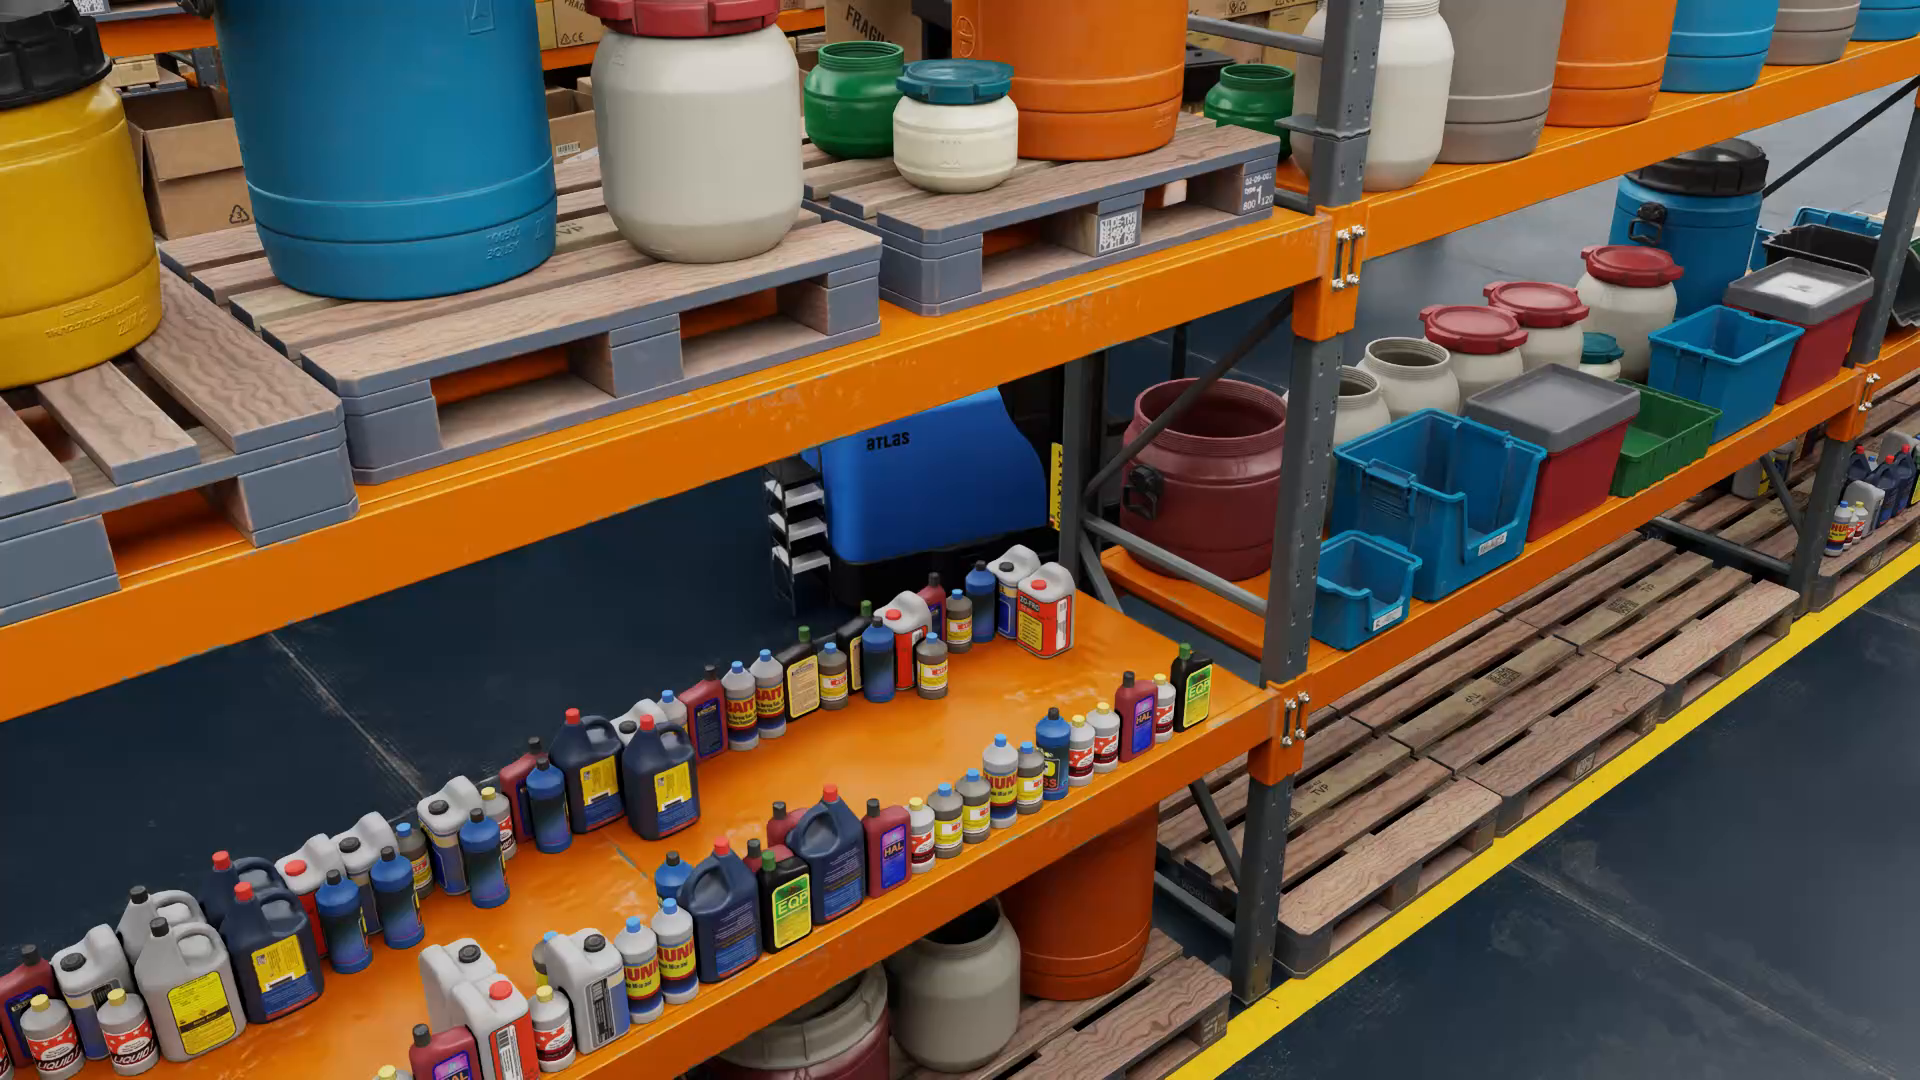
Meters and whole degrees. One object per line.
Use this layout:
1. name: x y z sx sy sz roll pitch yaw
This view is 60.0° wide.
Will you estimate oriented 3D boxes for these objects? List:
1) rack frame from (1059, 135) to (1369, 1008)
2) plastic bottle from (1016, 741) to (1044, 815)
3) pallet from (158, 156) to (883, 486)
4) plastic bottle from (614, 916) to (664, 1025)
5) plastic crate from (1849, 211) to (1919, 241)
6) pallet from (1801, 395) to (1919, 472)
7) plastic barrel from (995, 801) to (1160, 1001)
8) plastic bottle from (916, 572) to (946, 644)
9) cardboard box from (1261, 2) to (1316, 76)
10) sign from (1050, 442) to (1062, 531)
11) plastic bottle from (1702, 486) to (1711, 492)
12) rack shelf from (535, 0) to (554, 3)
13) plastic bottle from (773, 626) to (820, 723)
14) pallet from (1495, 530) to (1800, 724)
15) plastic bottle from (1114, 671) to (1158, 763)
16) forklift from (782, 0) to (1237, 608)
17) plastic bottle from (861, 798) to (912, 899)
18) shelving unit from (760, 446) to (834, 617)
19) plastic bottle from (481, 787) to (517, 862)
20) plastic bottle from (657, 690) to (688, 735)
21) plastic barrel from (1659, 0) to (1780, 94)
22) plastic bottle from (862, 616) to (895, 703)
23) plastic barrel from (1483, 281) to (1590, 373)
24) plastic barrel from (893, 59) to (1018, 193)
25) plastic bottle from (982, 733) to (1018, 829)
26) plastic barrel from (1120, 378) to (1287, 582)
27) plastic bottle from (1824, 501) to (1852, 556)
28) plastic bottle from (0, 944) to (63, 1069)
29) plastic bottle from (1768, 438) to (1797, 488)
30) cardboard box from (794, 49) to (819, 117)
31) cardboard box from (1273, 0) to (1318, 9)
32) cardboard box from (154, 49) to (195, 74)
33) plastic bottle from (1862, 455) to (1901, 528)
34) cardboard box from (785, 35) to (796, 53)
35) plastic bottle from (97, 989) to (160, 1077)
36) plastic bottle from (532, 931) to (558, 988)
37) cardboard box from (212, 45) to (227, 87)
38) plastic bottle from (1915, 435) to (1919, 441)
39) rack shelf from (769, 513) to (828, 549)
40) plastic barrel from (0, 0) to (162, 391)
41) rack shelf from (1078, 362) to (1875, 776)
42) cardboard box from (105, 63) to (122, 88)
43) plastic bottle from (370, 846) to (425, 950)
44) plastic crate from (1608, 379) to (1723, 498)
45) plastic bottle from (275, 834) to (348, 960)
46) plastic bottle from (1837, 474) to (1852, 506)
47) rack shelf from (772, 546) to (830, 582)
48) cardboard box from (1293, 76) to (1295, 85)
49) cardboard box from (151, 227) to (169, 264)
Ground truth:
1. rack frame: 0.710 0.092 5.395 0.127 3.000 1.000 -22 35 -35
2. plastic bottle: 0.182 0.645 4.571 0.097 0.201 0.097 0 28 0
3. pallet: -0.939 -0.547 3.608 1.213 0.211 1.003 -22 35 -35
4. plastic bottle: -0.746 0.988 3.856 0.097 0.271 0.097 0 28 0
5. plastic crate: 4.824 -1.603 8.846 0.437 0.136 0.530 -22 35 -35
6. pallet: 5.220 -0.467 9.400 1.213 0.211 1.003 -22 35 -35
7. plastic barrel: 0.349 1.020 5.516 0.708 0.830 0.600 -22 35 -35
8. plastic bottle: -0.108 0.244 5.234 0.133 0.283 0.061 -22 35 -35
9. cardboard box: 2.047 -3.666 12.005 0.500 0.500 0.875 -22 35 -35
10. sign: 0.348 -0.175 5.721 0.005 0.325 0.100 -22 35 -35
11. plastic bottle: 3.905 -0.393 8.718 0.133 0.283 0.061 -20 34 -33
12. rack shelf: -0.983 -3.301 9.325 4.000 0.370 1.077 -22 35 -35
13. plastic bottle: -0.488 0.397 4.948 0.133 0.283 0.061 -22 35 -35
14. pallet: 3.181 0.353 7.866 1.213 0.211 1.003 -22 35 -35
15. plastic bottle: 0.504 0.491 4.772 0.133 0.283 0.061 -22 35 -35
16. forklift: 0.630 -1.405 8.270 3.031 2.935 1.130 -12 30 -21
17. plastic bottle: -0.190 0.770 4.250 0.133 0.283 0.061 -22 35 -35
18. shelving unit: -0.784 -0.095 7.964 0.210 0.900 0.258 -18 33 -26
19. plastic bottle: -1.232 0.744 4.387 0.097 0.201 0.097 0 28 0
20. plastic bottle: -0.813 0.544 4.685 0.097 0.271 0.097 0 28 0
21. plastic barrel: 2.512 -2.042 5.674 0.708 0.901 0.600 -22 35 -35
22. plastic bottle: -0.247 0.355 5.041 0.097 0.271 0.097 0 28 0
23. plastic barrel: 2.325 -0.753 6.832 0.433 0.535 0.433 0 28 0
24. plastic barrel: -0.010 -0.974 3.909 0.301 0.262 0.301 0 28 0
25. plastic bottle: 0.108 0.644 4.499 0.097 0.271 0.097 0 28 0
26. plastic barrel: 0.867 -0.218 5.832 0.708 0.536 0.600 -22 35 -35
27. plastic bottle: 4.280 -0.062 8.112 0.097 0.271 0.097 0 28 0
28. plastic bottle: -2.096 1.044 3.738 0.133 0.283 0.061 -22 35 -35
29. plastic bottle: 4.318 -0.438 8.810 0.135 0.276 0.152 -22 35 -35
30. cardboard box: -0.720 -2.575 9.830 0.637 0.503 0.797 -18 33 -30
31. cardboard box: 2.179 -4.033 11.632 0.500 0.500 0.500 -22 35 -35
32. cardboard box: -7.944 -4.661 16.632 0.625 0.372 0.950 -23 36 -36
33. plastic bottle: 4.637 -0.255 8.389 0.185 0.351 0.144 -21 34 -34
34. cardboard box: -2.080 -4.132 15.108 0.875 0.875 0.875 -21 35 -34
35. plastic bottle: -1.869 1.094 3.731 0.097 0.201 0.097 0 28 0
36. plastic bottle: -0.947 1.005 3.897 0.097 0.201 0.097 0 28 0
37. cardboard box: -5.130 -3.578 12.156 0.500 0.500 0.500 -21 35 -34
38. plastic bottle: 5.134 -0.464 8.938 0.097 0.201 0.097 0 28 0
39. rack shelf: -0.783 -0.066 7.980 0.200 0.077 0.258 -18 33 -26
40. plastic barrel: -1.770 -0.627 2.913 0.600 0.588 0.600 0 28 0
41. rack shelf: 2.232 -0.202 6.709 4.000 0.370 1.077 -22 35 -35
42. cardboard box: -5.914 -3.176 11.332 0.250 0.149 0.380 -22 35 -35
43. plastic bottle: -1.383 0.868 4.080 0.097 0.271 0.097 0 28 0
44. plastic crate: 2.612 -0.404 6.548 0.662 0.188 0.450 -22 35 -35
45. plastic bottle: -1.581 0.868 4.075 0.135 0.276 0.152 -22 35 -35
46. plastic bottle: 4.439 -0.214 8.384 0.133 0.283 0.061 -22 35 -35
47. rack shelf: -0.776 0.091 8.069 0.200 0.077 0.258 -18 33 -26
48. cardboard box: 2.191 -3.311 12.029 0.250 0.149 0.380 -22 35 -35
49. cardboard box: -3.495 -1.178 7.665 0.500 0.500 0.500 -23 36 -36
